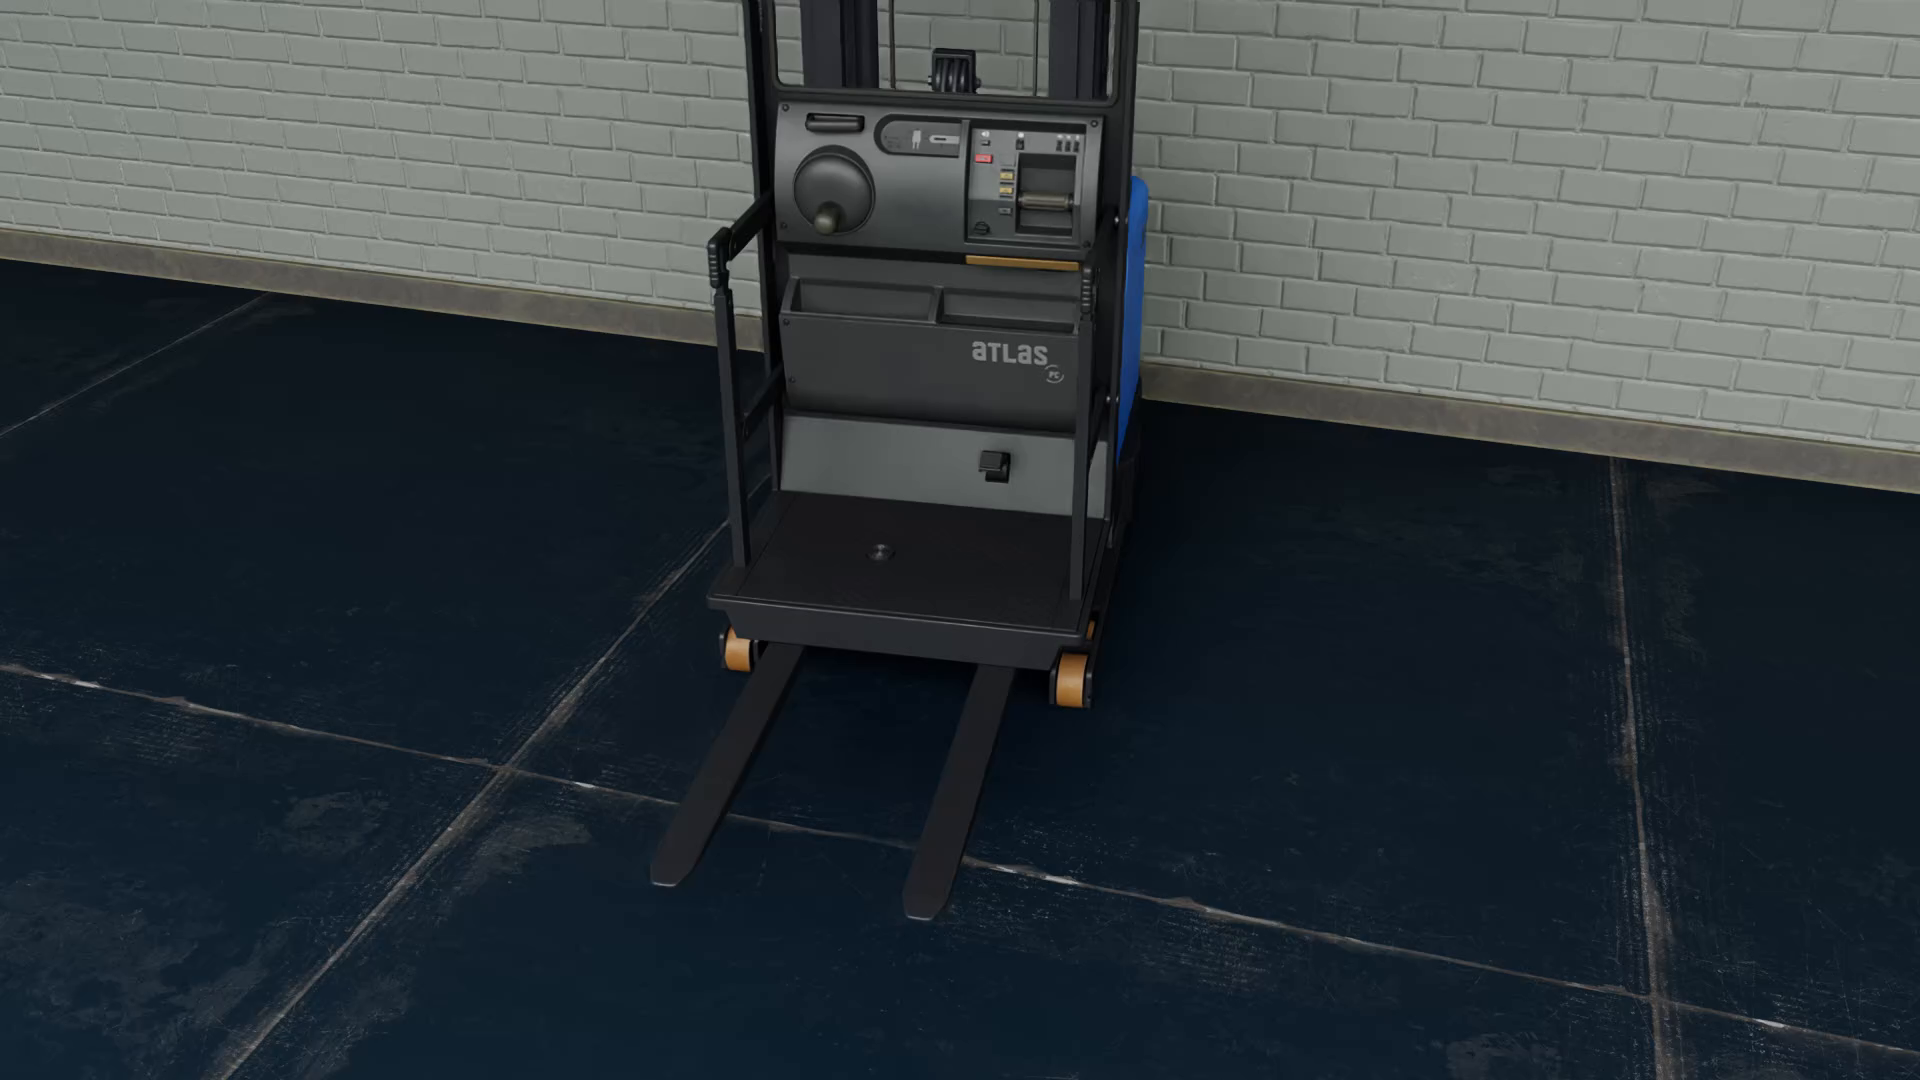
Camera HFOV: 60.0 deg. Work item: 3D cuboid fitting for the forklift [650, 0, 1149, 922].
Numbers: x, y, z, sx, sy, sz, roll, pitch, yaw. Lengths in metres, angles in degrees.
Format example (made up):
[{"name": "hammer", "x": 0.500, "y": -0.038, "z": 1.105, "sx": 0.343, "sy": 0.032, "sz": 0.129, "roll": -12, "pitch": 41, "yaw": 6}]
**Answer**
[{"name": "forklift", "x": -0.105, "y": -0.982, "z": 4.499, "sx": 1.130, "sy": 2.935, "sz": 3.031, "roll": 5, "pitch": 30, "yaw": 9}]
